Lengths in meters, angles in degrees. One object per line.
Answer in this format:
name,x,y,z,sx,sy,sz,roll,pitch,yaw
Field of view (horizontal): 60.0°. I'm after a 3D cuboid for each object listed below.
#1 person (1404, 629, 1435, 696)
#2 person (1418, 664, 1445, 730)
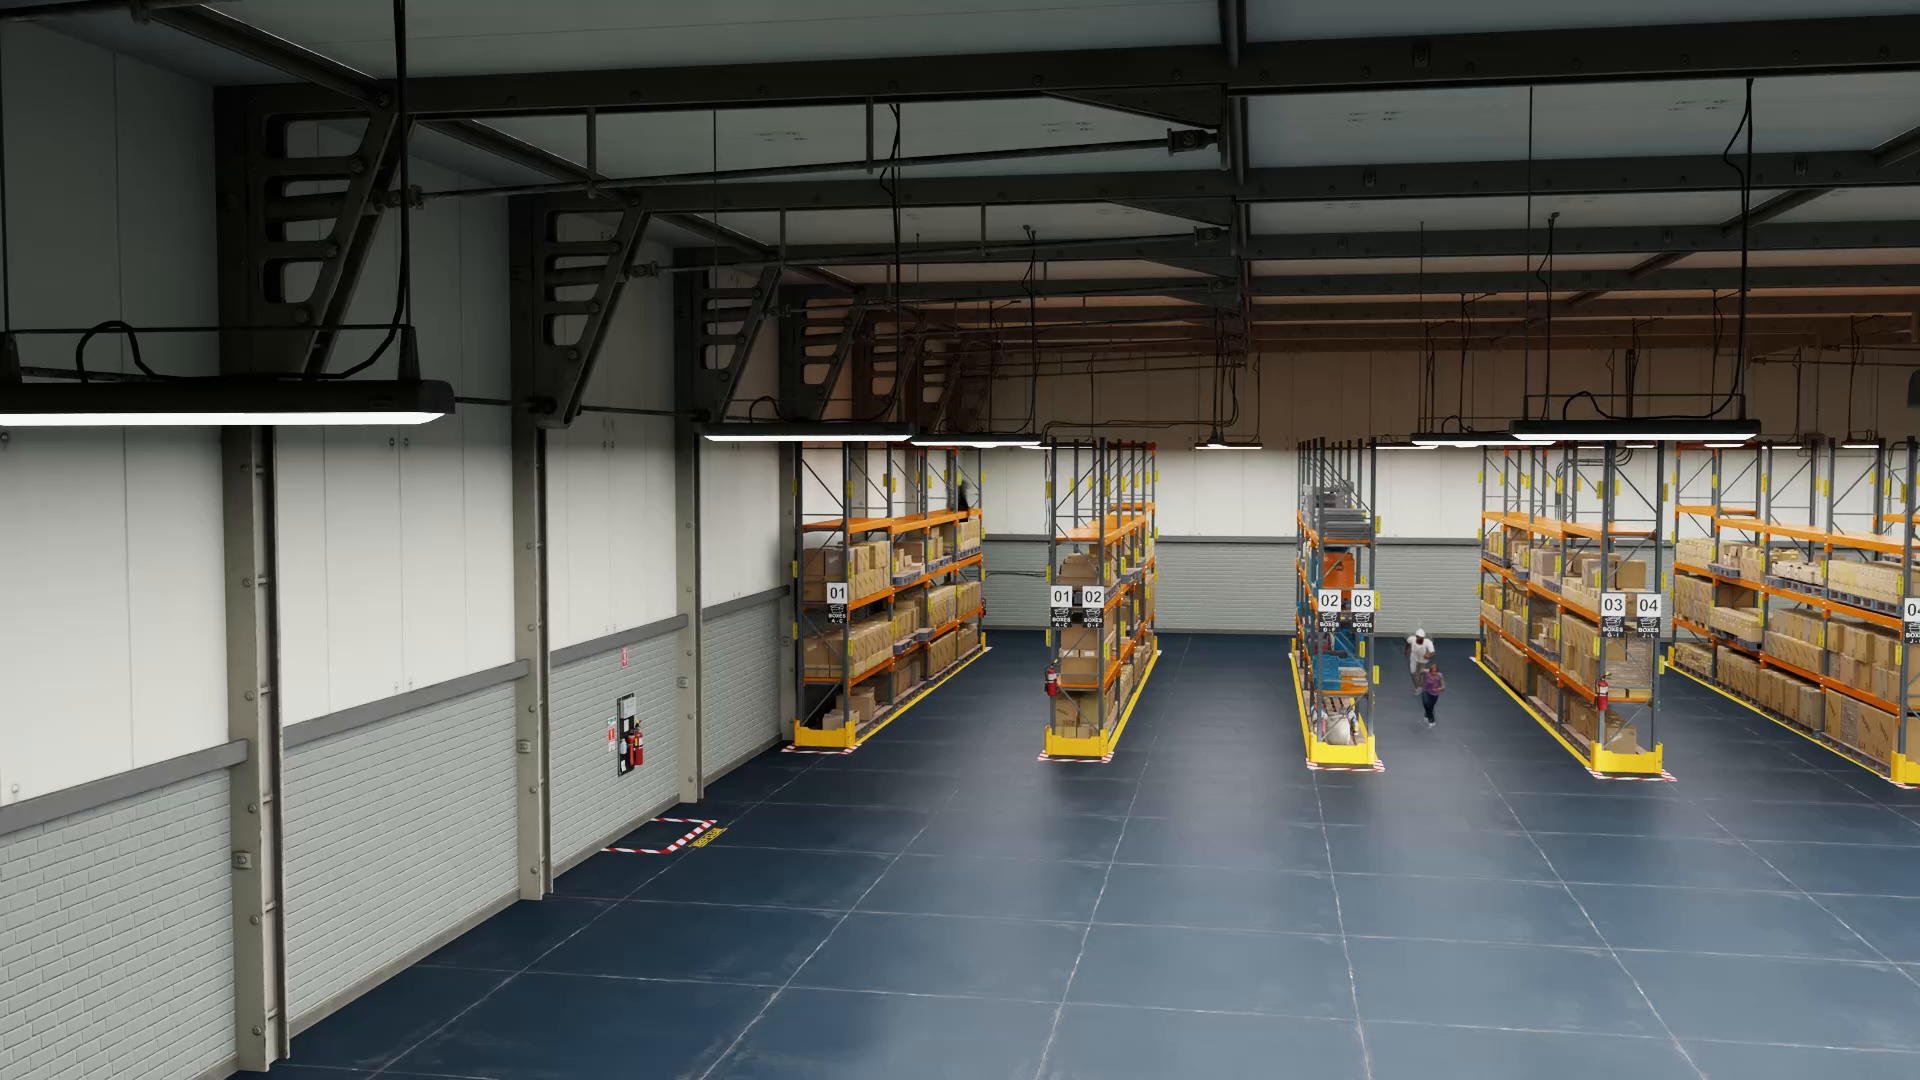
person,10.794,2.841,39.070,0.703,1.578,1.106,1,3,17
person,9.801,3.219,34.557,0.543,1.371,1.048,1,3,15
